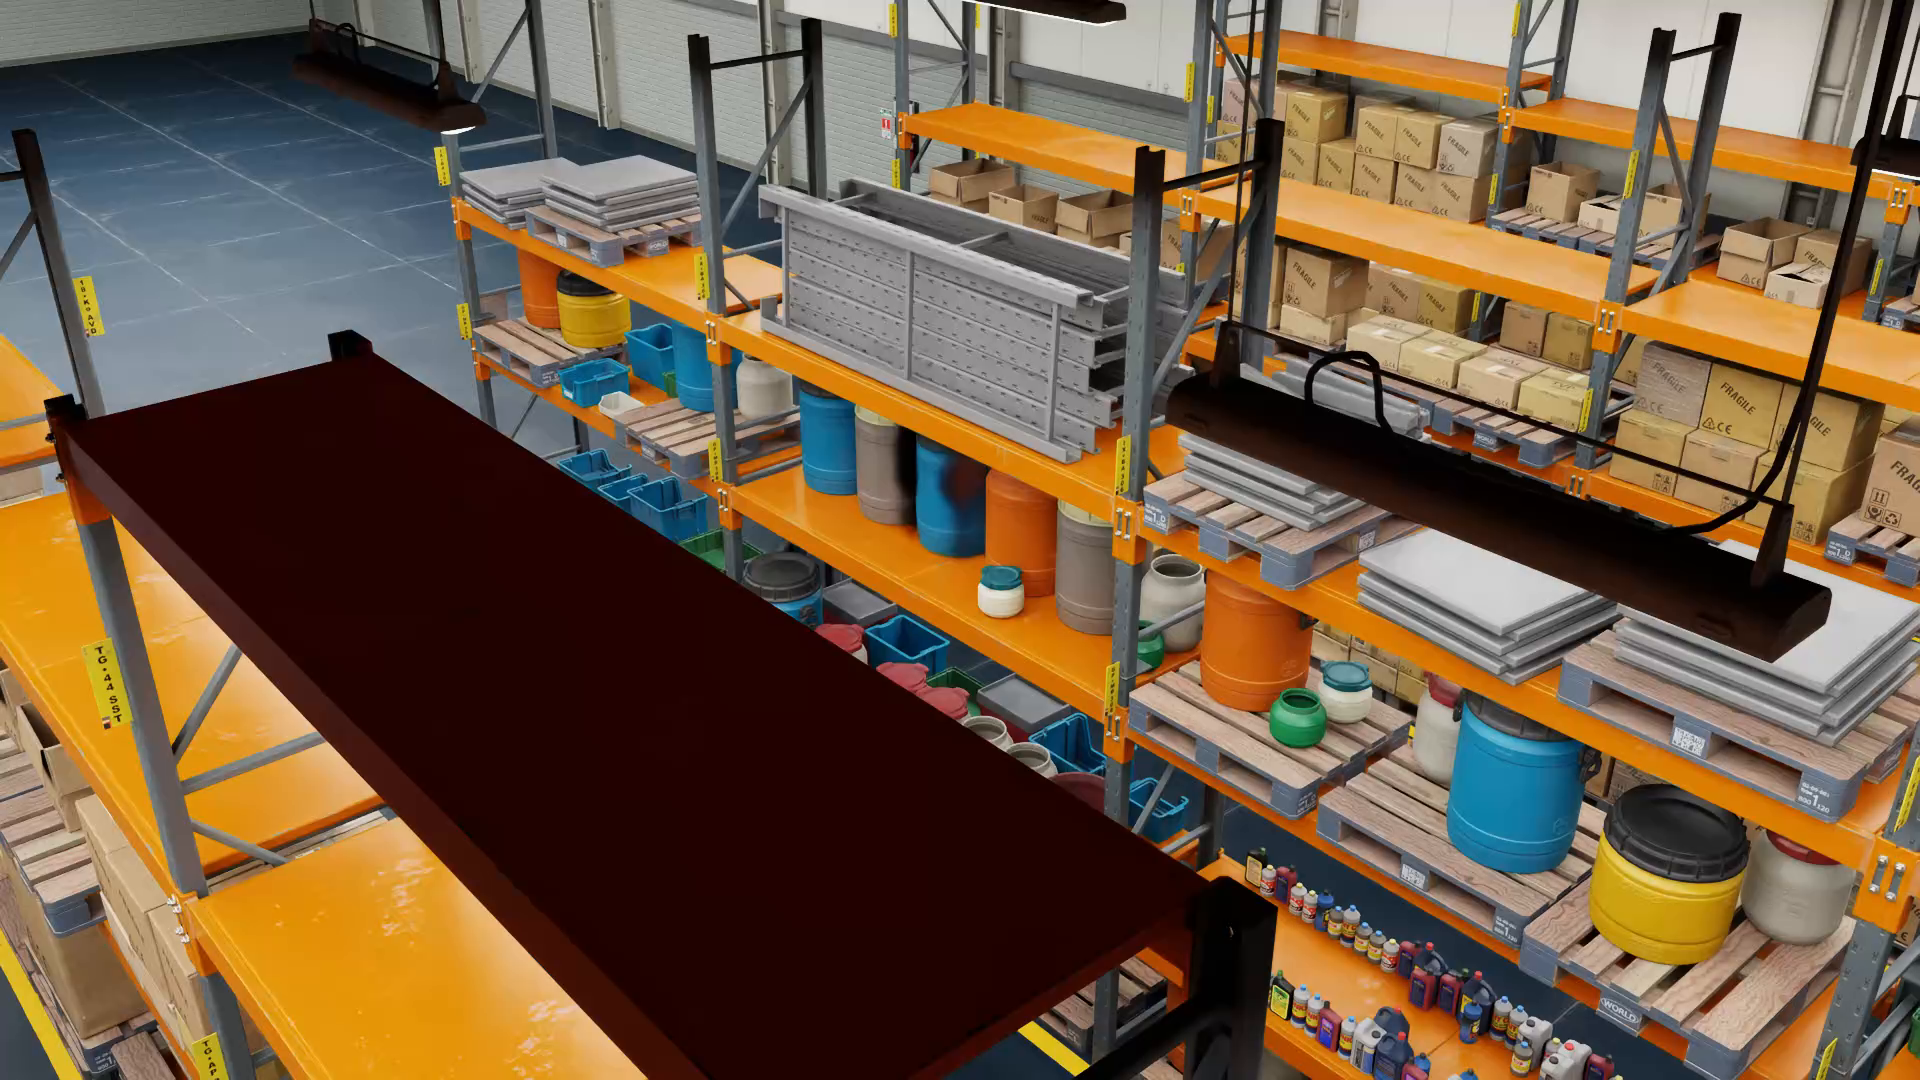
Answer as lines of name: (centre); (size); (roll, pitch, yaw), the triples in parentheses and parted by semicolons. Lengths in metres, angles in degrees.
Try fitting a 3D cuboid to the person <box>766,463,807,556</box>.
person: (-1.749, -0.388, 16.767); (0.468, 1.557, 0.323); (21, 34, 35)
